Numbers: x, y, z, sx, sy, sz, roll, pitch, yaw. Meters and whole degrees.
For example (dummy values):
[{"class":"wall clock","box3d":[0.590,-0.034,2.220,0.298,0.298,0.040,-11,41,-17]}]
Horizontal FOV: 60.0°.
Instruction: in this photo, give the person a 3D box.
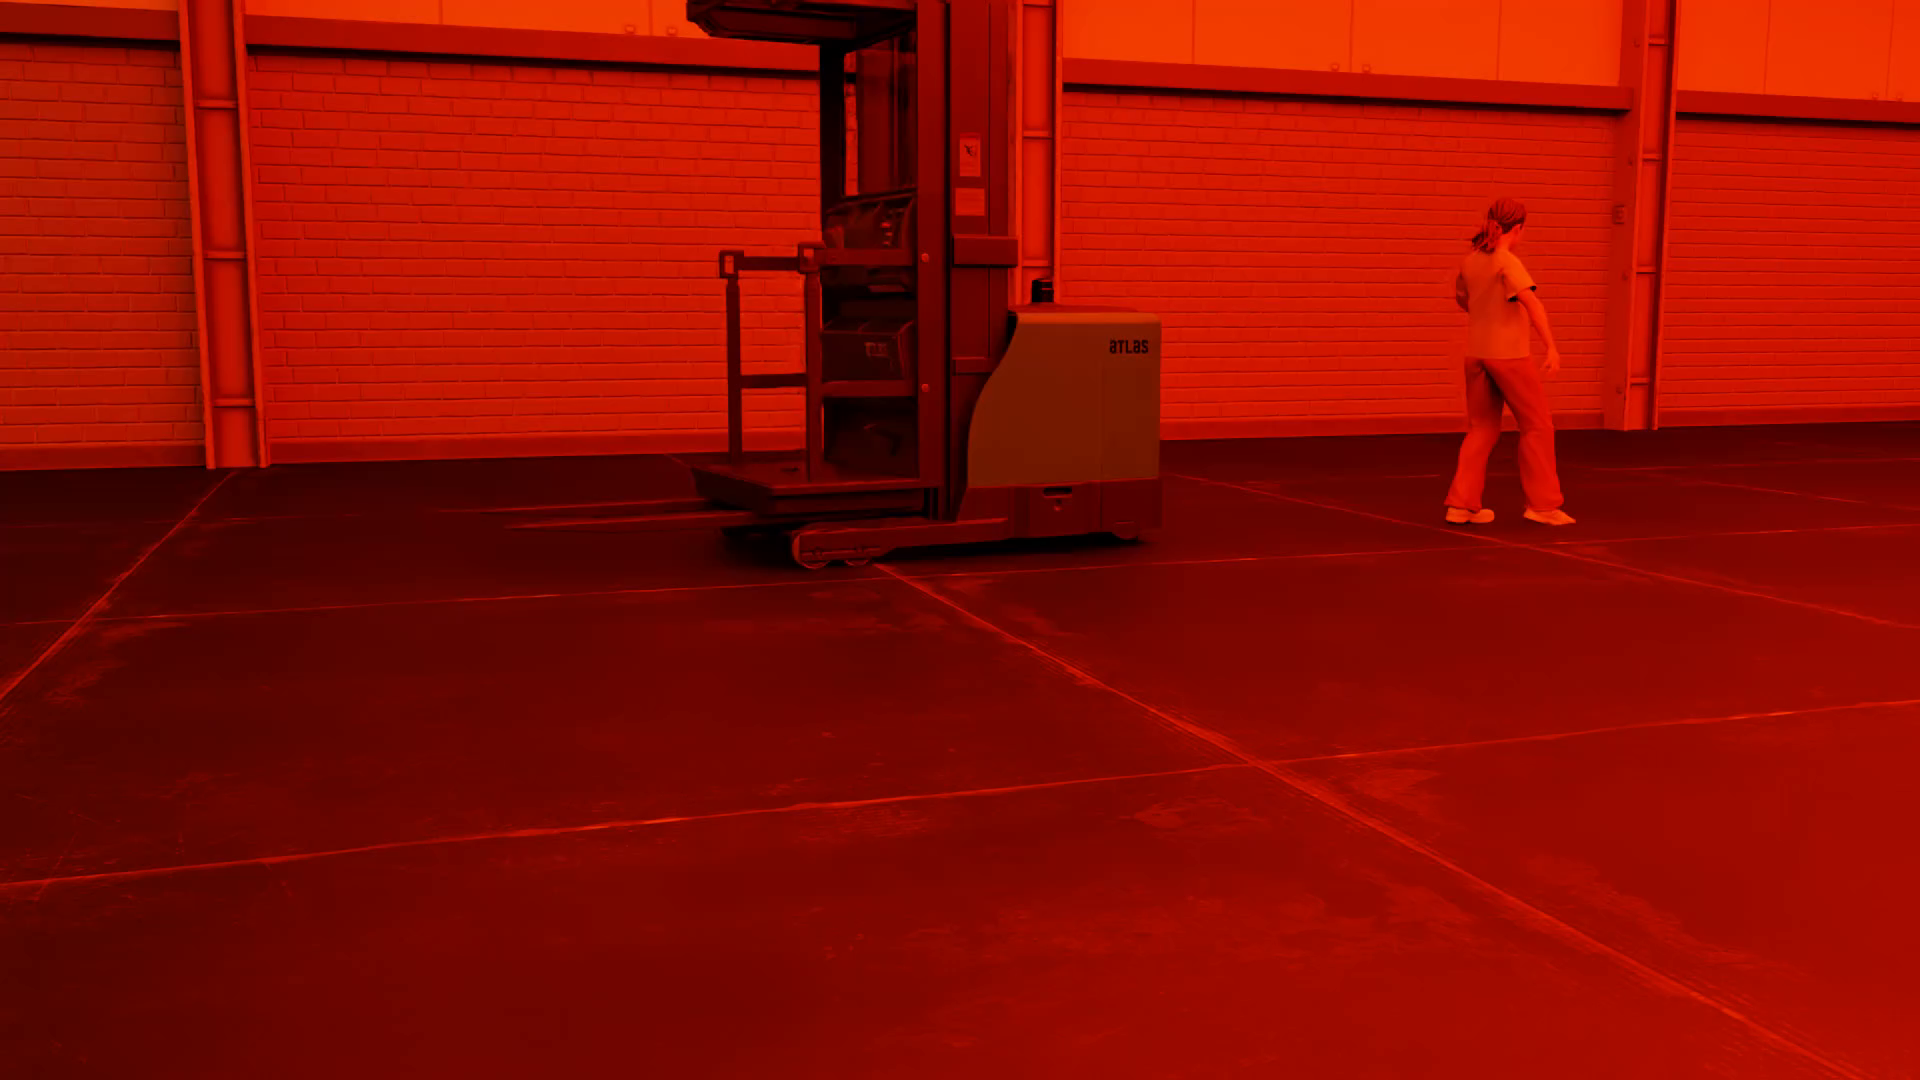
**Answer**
[{"class":"person","box3d":[2.838,-0.888,8.458,0.680,1.679,0.904,-3,8,-22]}]

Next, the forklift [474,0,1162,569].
[{"class":"forklift","box3d":[-0.602,-1.409,7.408,3.031,2.935,1.130,-4,9,-27]}]
